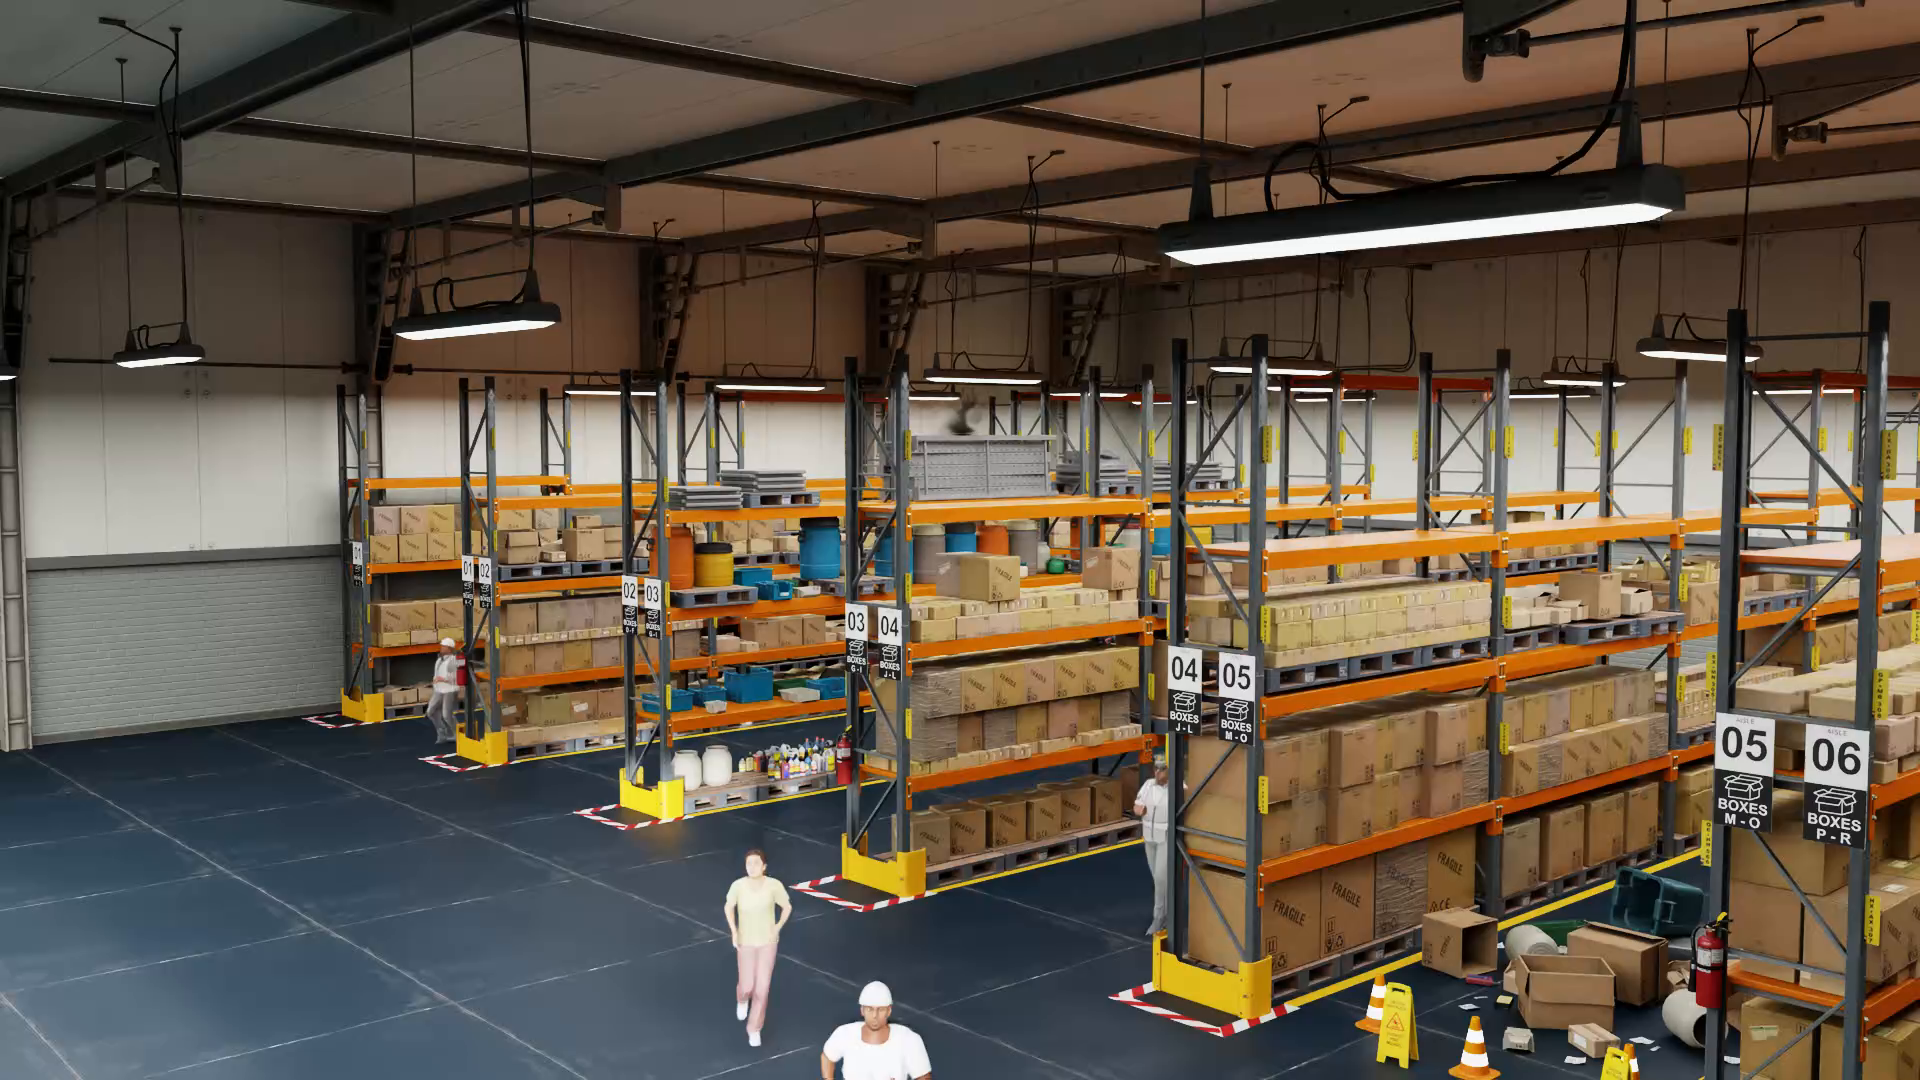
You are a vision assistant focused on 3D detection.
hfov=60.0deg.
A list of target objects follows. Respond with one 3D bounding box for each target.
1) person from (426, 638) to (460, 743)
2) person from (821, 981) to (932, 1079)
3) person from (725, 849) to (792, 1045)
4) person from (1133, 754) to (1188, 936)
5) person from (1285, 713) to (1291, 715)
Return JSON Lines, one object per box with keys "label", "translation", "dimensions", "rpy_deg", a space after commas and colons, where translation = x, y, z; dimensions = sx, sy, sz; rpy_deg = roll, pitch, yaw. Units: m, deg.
{"label": "person", "translation": [-8.464, 2.513, 27.482], "dimensions": [0.702, 1.814, 0.603], "rpy_deg": [3, 5, 39]}
{"label": "person", "translation": [-0.517, 3.582, 10.203], "dimensions": [0.700, 1.754, 0.989], "rpy_deg": [0, 4, -1]}
{"label": "person", "translation": [-1.714, 3.427, 14.149], "dimensions": [0.574, 1.639, 0.585], "rpy_deg": [0, 4, -4]}
{"label": "person", "translation": [2.124, 3.133, 17.355], "dimensions": [0.642, 1.835, 0.845], "rpy_deg": [3, 5, 40]}
{"label": "person", "translation": [4.052, 2.977, 20.216], "dimensions": [0.722, 1.817, 0.821], "rpy_deg": [4, 5, 45]}
